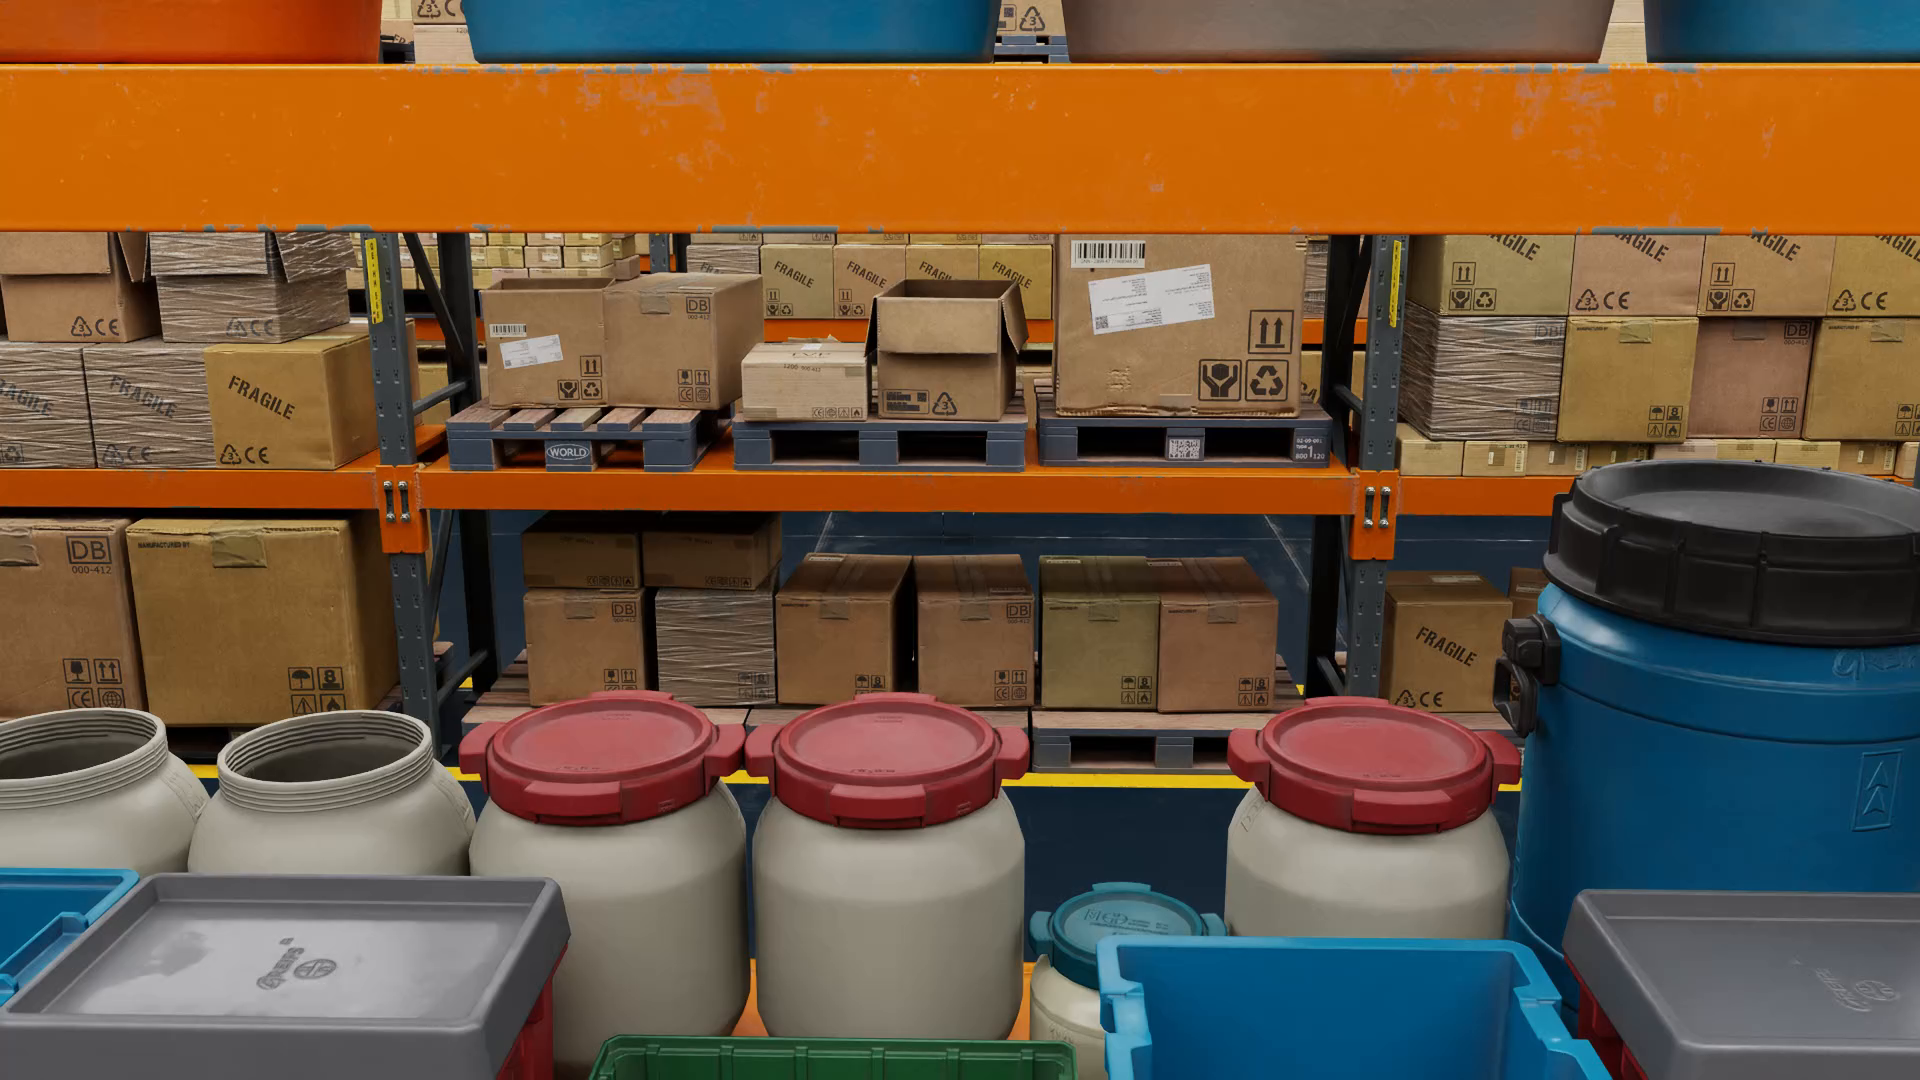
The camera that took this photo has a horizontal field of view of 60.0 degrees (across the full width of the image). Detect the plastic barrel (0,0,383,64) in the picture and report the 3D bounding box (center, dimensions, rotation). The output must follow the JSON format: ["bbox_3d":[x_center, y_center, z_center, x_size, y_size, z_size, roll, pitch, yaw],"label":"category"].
[{"bbox_3d":[-0.956,-0.932,1.771,0.708,0.830,0.600,0,15,1],"label":"plastic barrel"}]

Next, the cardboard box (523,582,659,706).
[{"bbox_3d":[-1.628,0.393,7.507,0.500,0.500,0.700,0,15,-2],"label":"cardboard box"}]

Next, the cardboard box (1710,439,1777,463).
[{"bbox_3d":[3.157,-0.375,6.872,0.250,0.149,0.380,0,15,1],"label":"cardboard box"}]

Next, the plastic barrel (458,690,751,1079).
[{"bbox_3d":[-0.543,0.552,2.603,0.433,0.535,0.433,0,15,0],"label":"plastic barrel"}]

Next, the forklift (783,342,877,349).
[{"bbox_3d":[-0.051,-2.516,14.630,3.031,2.935,1.130,-1,15,-4],"label":"forklift"}]

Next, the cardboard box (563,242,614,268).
[{"bbox_3d":[-2.576,-1.979,11.546,0.250,0.149,0.380,1,15,3],"label":"cardboard box"}]

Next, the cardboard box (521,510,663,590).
[{"bbox_3d":[-1.628,0.028,7.421,0.500,0.250,0.500,1,15,4],"label":"cardboard box"}]

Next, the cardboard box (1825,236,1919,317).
[{"bbox_3d":[3.643,-1.177,6.683,0.500,0.500,0.500,0,15,1],"label":"cardboard box"}]

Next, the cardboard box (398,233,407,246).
[{"bbox_3d":[-3.865,-2.131,11.539,0.250,0.149,0.380,1,15,4],"label":"cardboard box"}]

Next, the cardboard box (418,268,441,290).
[{"bbox_3d":[-3.599,-1.841,11.609,0.250,0.149,0.380,0,15,-1],"label":"cardboard box"}]

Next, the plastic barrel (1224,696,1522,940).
[{"bbox_3d":[0.623,0.559,2.574,0.433,0.535,0.433,0,15,0],"label":"plastic barrel"}]

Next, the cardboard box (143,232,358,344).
[{"bbox_3d":[-3.029,-1.144,7.135,0.637,0.503,0.797,1,15,3],"label":"cardboard box"}]

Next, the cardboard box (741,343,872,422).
[{"bbox_3d":[-0.629,-0.663,6.944,0.500,0.250,0.500,0,15,0],"label":"cardboard box"}]

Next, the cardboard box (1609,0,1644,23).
[{"bbox_3d":[2.557,-2.074,6.455,0.250,0.149,0.380,0,15,2],"label":"cardboard box"}]

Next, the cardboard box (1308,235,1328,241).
[{"bbox_3d":[2.296,-2.424,11.736,0.550,0.550,0.875,0,15,1],"label":"cardboard box"}]

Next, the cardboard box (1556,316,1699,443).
[{"bbox_3d":[2.647,-0.737,6.975,0.500,0.500,0.875,0,15,1],"label":"cardboard box"}]

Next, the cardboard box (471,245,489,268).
[{"bbox_3d":[-3.357,-1.983,11.562,0.250,0.149,0.380,0,15,2],"label":"cardboard box"}]

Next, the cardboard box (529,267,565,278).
[{"bbox_3d":[-2.824,-1.836,11.588,0.250,0.149,0.380,0,15,1],"label":"cardboard box"}]

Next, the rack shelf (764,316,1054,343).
[{"bbox_3d":[-0.072,-1.505,12.076,4.000,0.370,1.077,0,15,1],"label":"rack shelf"}]

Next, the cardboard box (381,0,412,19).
[{"bbox_3d":[-3.768,-3.675,11.311,0.258,0.266,0.396,0,15,1],"label":"cardboard box"}]

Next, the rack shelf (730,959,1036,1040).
[{"bbox_3d":[-0.426,1.022,2.497,4.000,0.370,1.077,0,15,1],"label":"rack shelf"}]

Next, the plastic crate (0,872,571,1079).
[{"bbox_3d":[-0.818,0.719,2.110,0.583,0.464,0.402,0,15,1],"label":"plastic crate"}]

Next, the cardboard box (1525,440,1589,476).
[{"bbox_3d":[2.407,-0.377,6.881,0.250,0.149,0.380,0,15,1],"label":"cardboard box"}]

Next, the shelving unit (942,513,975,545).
[{"bbox_3d":[-0.008,-0.435,10.725,0.210,0.900,0.258,0,15,1],"label":"shelving unit"}]

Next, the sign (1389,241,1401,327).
[{"bbox_3d":[1.689,-0.994,6.459,0.005,0.325,0.100,0,15,1],"label":"sign"}]

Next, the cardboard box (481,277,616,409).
[{"bbox_3d":[-1.758,-0.860,7.201,0.500,0.500,0.500,-1,15,-5],"label":"cardboard box"}]

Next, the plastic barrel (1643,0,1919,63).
[{"bbox_3d":[1.060,-0.954,1.712,0.708,0.901,0.600,0,15,1],"label":"plastic barrel"}]

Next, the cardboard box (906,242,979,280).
[{"bbox_3d":[-0.119,-1.833,11.712,0.500,0.500,0.500,0,15,1],"label":"cardboard box"}]

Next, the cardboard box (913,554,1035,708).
[{"bbox_3d":[0.051,0.399,7.485,0.500,0.500,0.700,-1,15,-3],"label":"cardboard box"}]

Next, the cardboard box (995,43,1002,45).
[{"bbox_3d":[0.170,-3.454,11.328,0.500,0.311,0.500,0,15,-1],"label":"cardboard box"}]

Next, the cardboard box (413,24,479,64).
[{"bbox_3d":[-1.835,-1.912,6.621,0.500,0.250,0.500,1,15,2],"label":"cardboard box"}]

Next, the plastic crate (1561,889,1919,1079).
[{"bbox_3d":[1.082,0.731,2.064,0.583,0.464,0.402,0,15,1],"label":"plastic crate"}]

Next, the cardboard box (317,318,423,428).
[{"bbox_3d":[-2.778,-0.723,7.504,0.500,0.500,0.500,1,15,3],"label":"cardboard box"}]

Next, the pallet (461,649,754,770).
[{"bbox_3d":[-1.518,0.752,7.577,1.213,0.211,1.003,0,15,1],"label":"pallet"}]

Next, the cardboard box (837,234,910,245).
[{"bbox_3d":[-0.604,-2.387,11.851,0.500,0.500,0.700,0,15,1],"label":"cardboard box"}]

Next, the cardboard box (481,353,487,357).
[{"bbox_3d":[-3.261,-1.293,12.467,0.500,0.250,0.500,0,15,1],"label":"cardboard box"}]

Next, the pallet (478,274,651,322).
[{"bbox_3d":[-2.786,-1.751,11.973,1.003,0.211,1.213,0,15,1],"label":"pallet"}]

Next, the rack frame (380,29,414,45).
[{"bbox_3d":[-2.299,-3.503,6.477,0.127,3.000,1.000,0,15,1],"label":"rack frame"}]

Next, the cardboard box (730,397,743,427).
[{"bbox_3d":[-1.465,-0.955,12.165,0.750,0.750,1.050,0,15,1],"label":"cardboard box"}]

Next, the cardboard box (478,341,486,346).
[{"bbox_3d":[-4.519,-2.343,17.184,0.875,0.875,0.875,1,15,3],"label":"cardboard box"}]

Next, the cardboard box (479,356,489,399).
[{"bbox_3d":[-3.266,-1.161,11.969,0.500,0.250,0.500,1,15,2],"label":"cardboard box"}]

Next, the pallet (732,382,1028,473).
[{"bbox_3d":[-0.319,-0.507,7.257,1.213,0.211,1.003,0,15,1],"label":"pallet"}]

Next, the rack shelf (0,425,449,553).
[{"bbox_3d":[-4.298,-0.267,7.383,4.000,0.370,1.077,0,15,1],"label":"rack shelf"}]

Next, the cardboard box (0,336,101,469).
[{"bbox_3d":[-3.816,-0.598,7.029,0.500,0.500,0.500,0,15,0],"label":"cardboard box"}]

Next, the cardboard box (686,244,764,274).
[{"bbox_3d":[-1.629,-1.843,11.749,0.500,0.500,0.500,1,15,2],"label":"cardboard box"}]

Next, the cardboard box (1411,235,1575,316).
[{"bbox_3d":[2.143,-1.184,6.708,0.500,0.500,0.500,0,15,1],"label":"cardboard box"}]

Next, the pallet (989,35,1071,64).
[{"bbox_3d":[0.049,-1.973,6.925,1.003,0.211,1.213,0,15,1],"label":"pallet"}]

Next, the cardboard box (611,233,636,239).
[{"bbox_3d":[-2.532,-2.288,12.135,0.250,0.149,0.380,0,15,2],"label":"cardboard box"}]

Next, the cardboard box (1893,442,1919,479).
[{"bbox_3d":[3.906,-0.361,6.819,0.250,0.149,0.380,0,15,1],"label":"cardboard box"}]

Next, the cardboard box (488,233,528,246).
[{"bbox_3d":[-3.086,-2.126,11.520,0.250,0.149,0.380,1,15,3],"label":"cardboard box"}]

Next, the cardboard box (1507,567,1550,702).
[{"bbox_3d":[2.672,0.444,7.353,0.500,0.500,0.500,5,16,19],"label":"cardboard box"}]

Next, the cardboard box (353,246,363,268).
[{"bbox_3d":[-4.124,-1.988,11.582,0.250,0.149,0.380,0,15,0],"label":"cardboard box"}]
